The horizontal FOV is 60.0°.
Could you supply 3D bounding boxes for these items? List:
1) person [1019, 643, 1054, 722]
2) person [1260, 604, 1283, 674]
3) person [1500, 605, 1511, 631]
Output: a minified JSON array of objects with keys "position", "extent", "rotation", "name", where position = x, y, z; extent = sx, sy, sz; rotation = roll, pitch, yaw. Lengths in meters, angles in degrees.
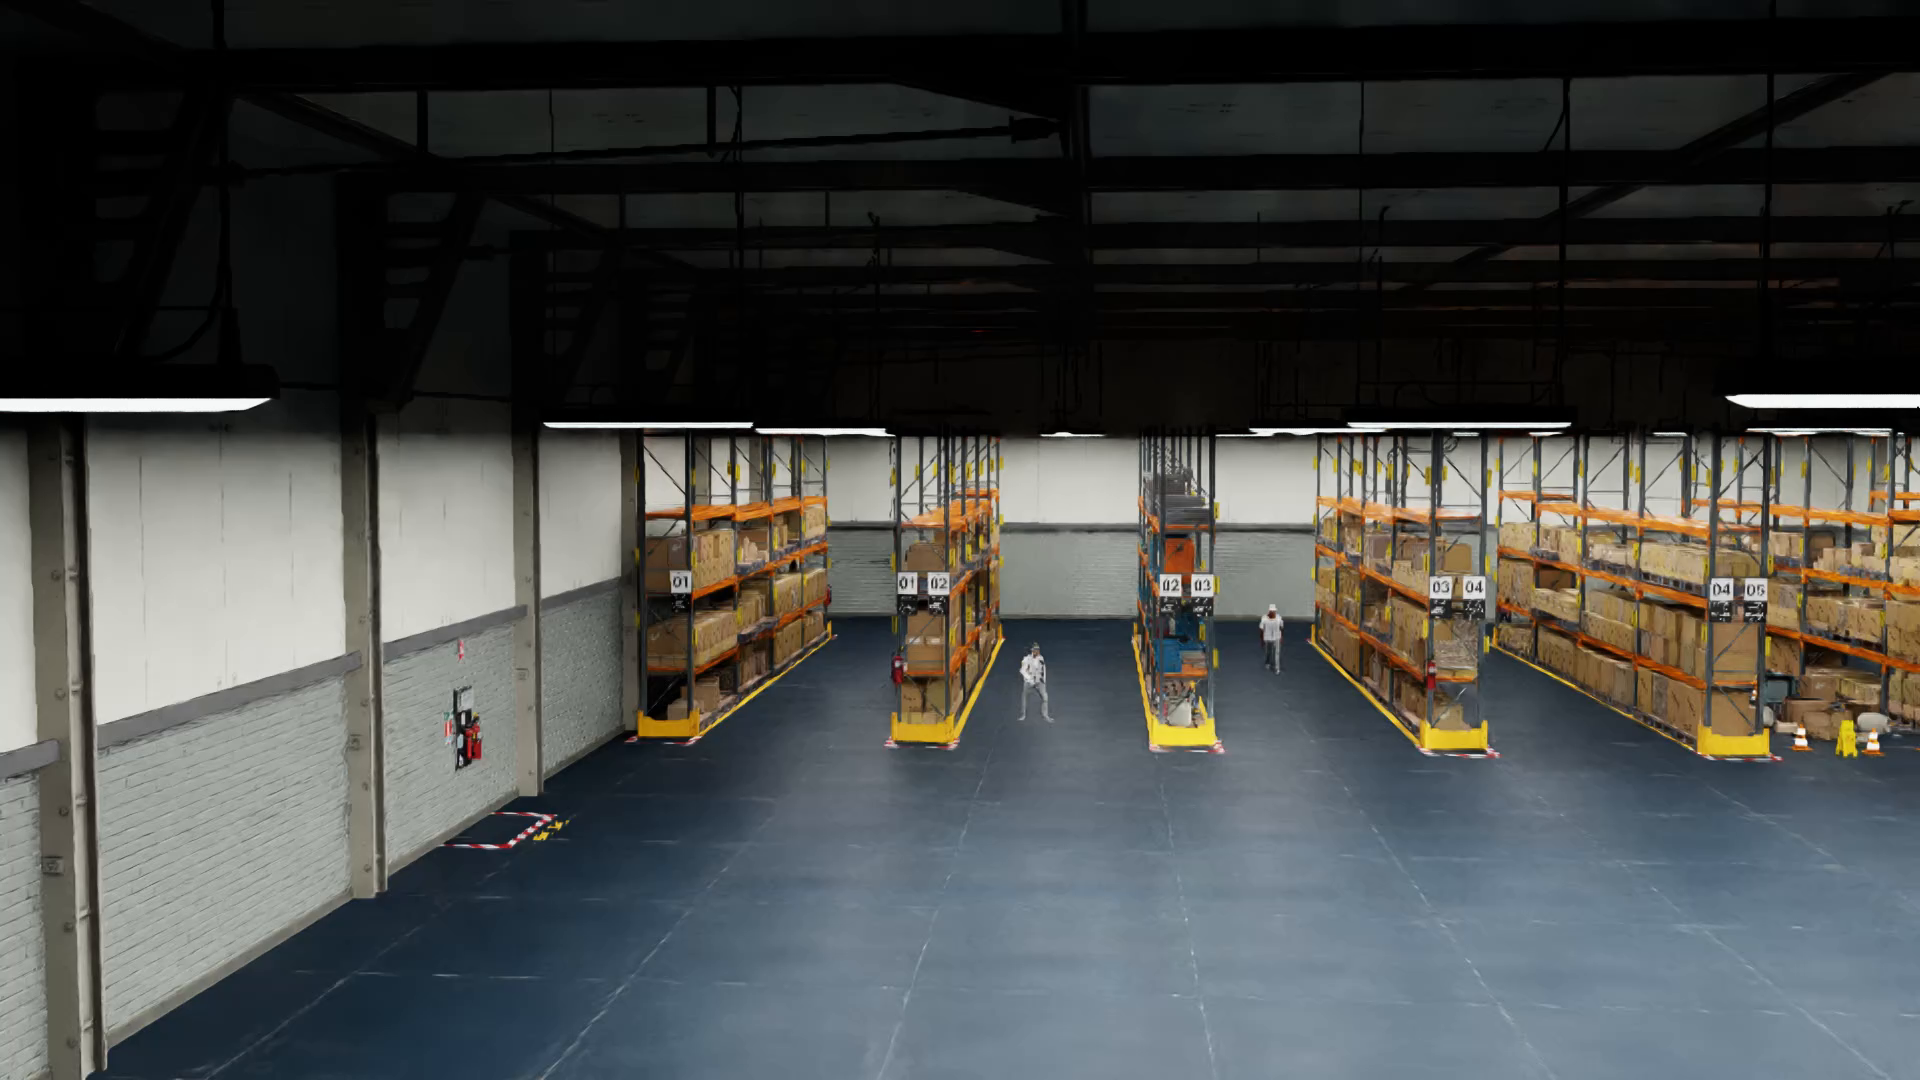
[{"position":[1.476,2.863,33.624],"extent":[0.607,1.612,0.787],"rotation":[-1,4,-15],"name":"person"},{"position":[7.612,2.394,40.637],"extent":[0.577,1.691,1.121],"rotation":[0,3,7],"name":"person"},{"position":[15.509,2.060,47.292],"extent":[0.518,1.591,0.469],"rotation":[-2,4,-28],"name":"person"}]
